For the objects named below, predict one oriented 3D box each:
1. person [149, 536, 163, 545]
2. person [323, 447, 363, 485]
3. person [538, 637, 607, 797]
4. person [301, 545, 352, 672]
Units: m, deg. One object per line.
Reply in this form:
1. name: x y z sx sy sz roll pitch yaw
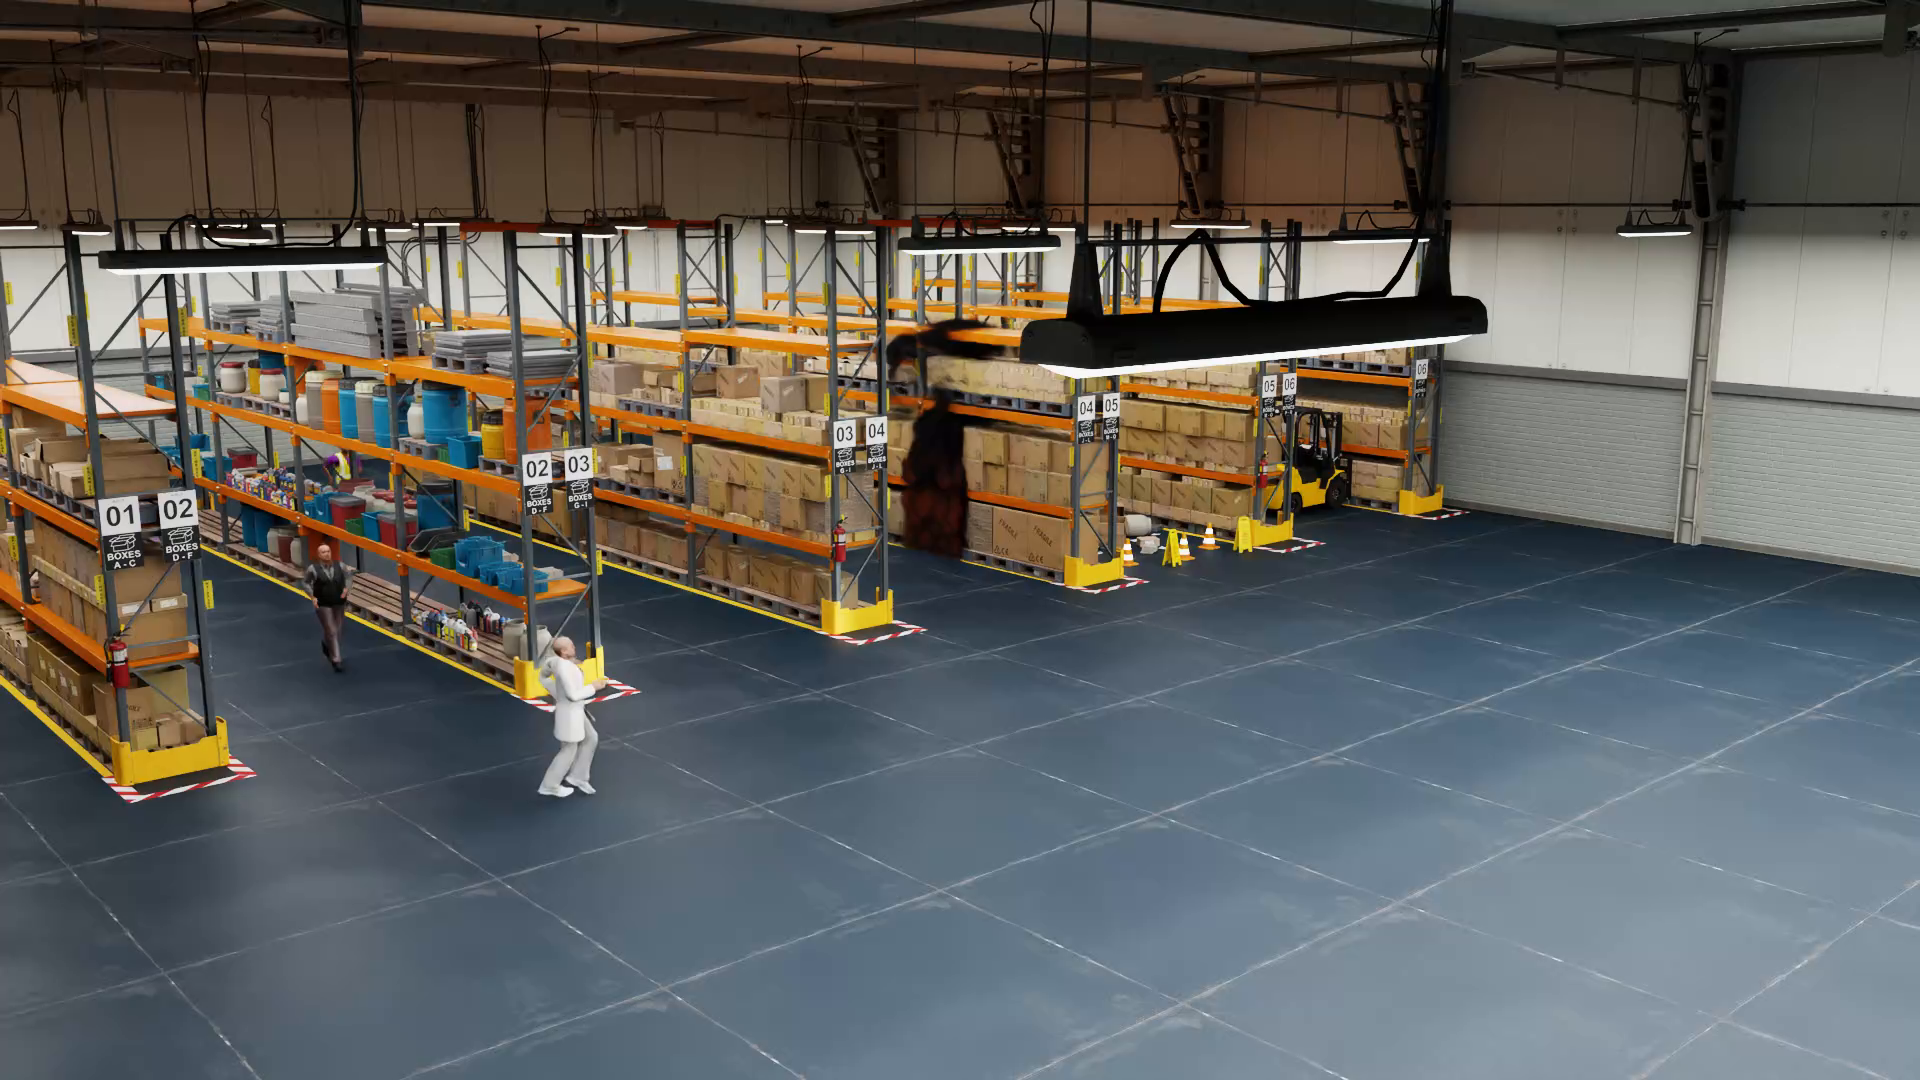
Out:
1. person: -12.439 0.457 25.612 0.546 1.564 0.635 -11 16 -43
2. person: -12.105 -1.100 32.889 0.732 1.806 0.674 7 14 33
3. person: -4.182 1.921 17.896 0.777 1.827 0.685 -4 12 -17
4. person: -8.692 0.899 22.939 0.655 1.720 0.892 -10 15 -39
